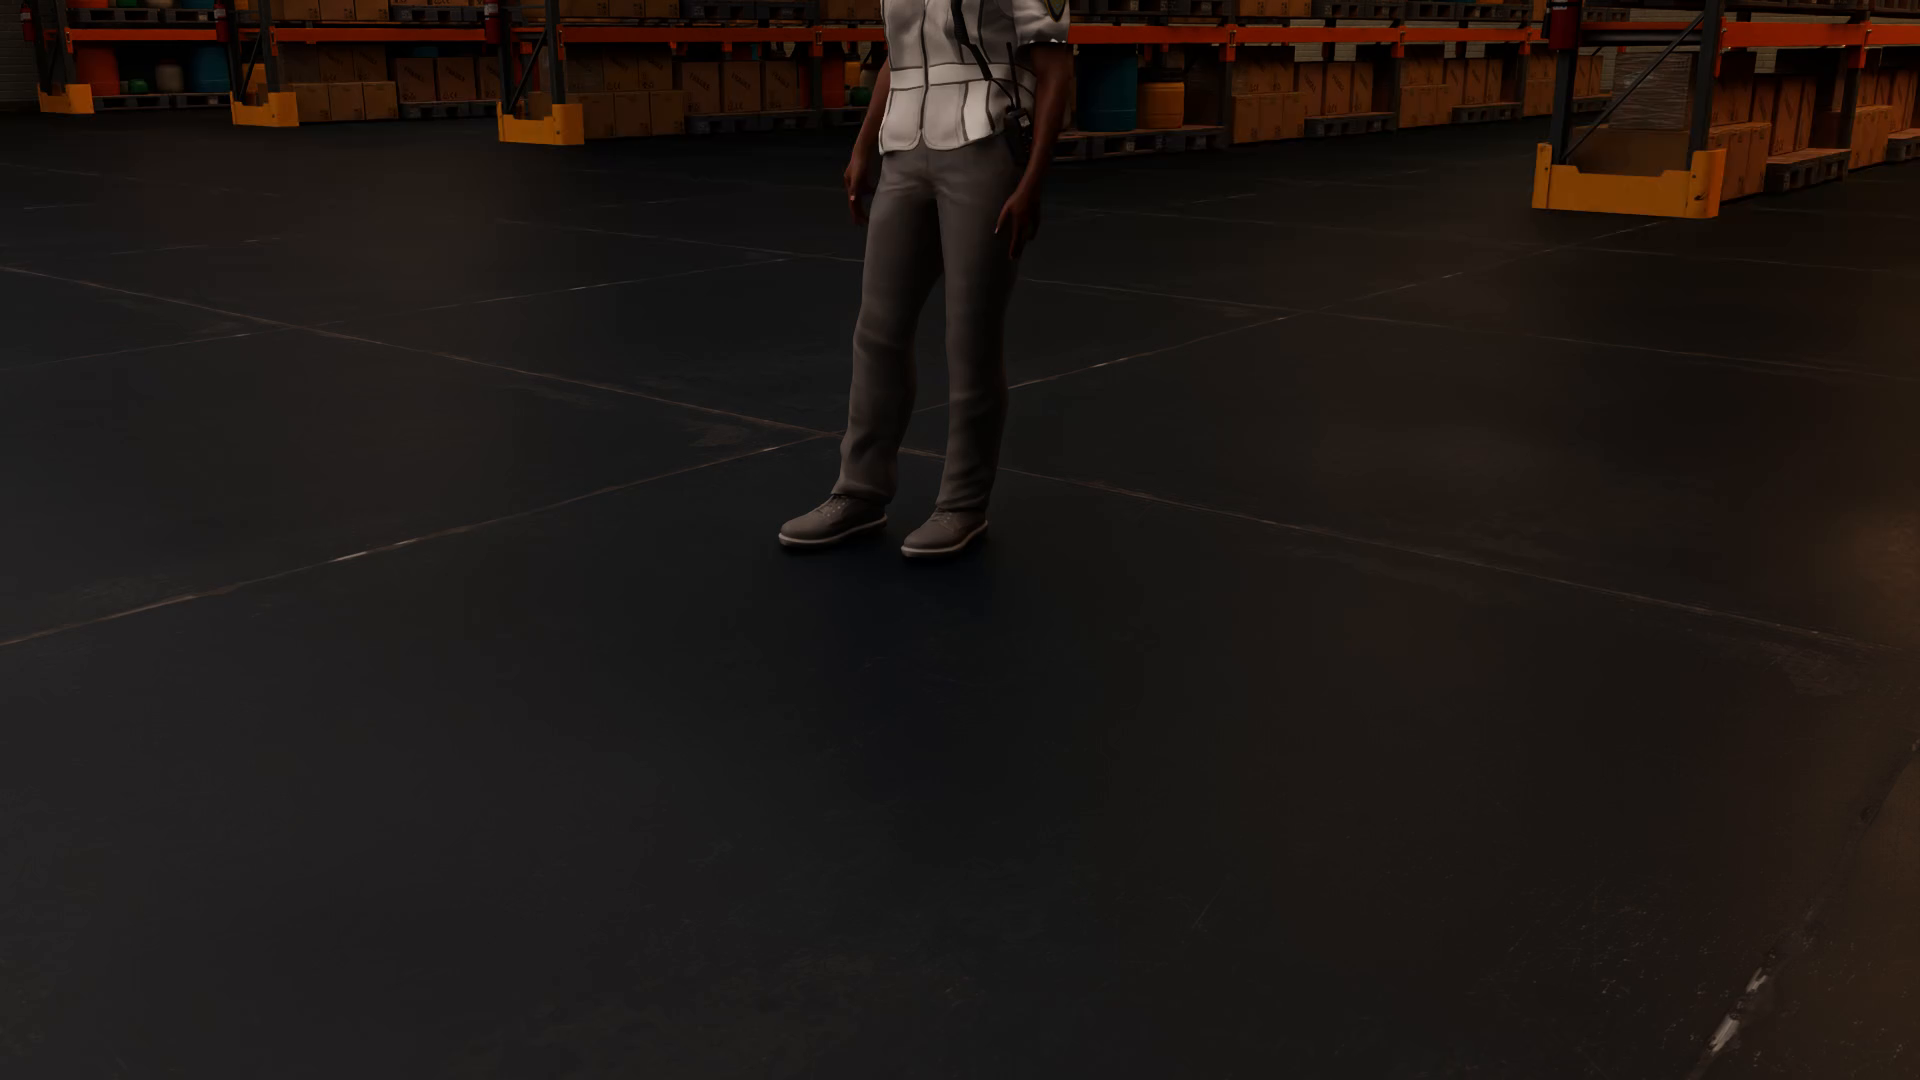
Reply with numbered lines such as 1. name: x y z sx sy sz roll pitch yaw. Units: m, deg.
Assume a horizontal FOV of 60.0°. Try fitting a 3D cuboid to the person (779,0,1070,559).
1. person: -0.063 -0.803 3.651 0.569 1.692 0.530 13 21 37
